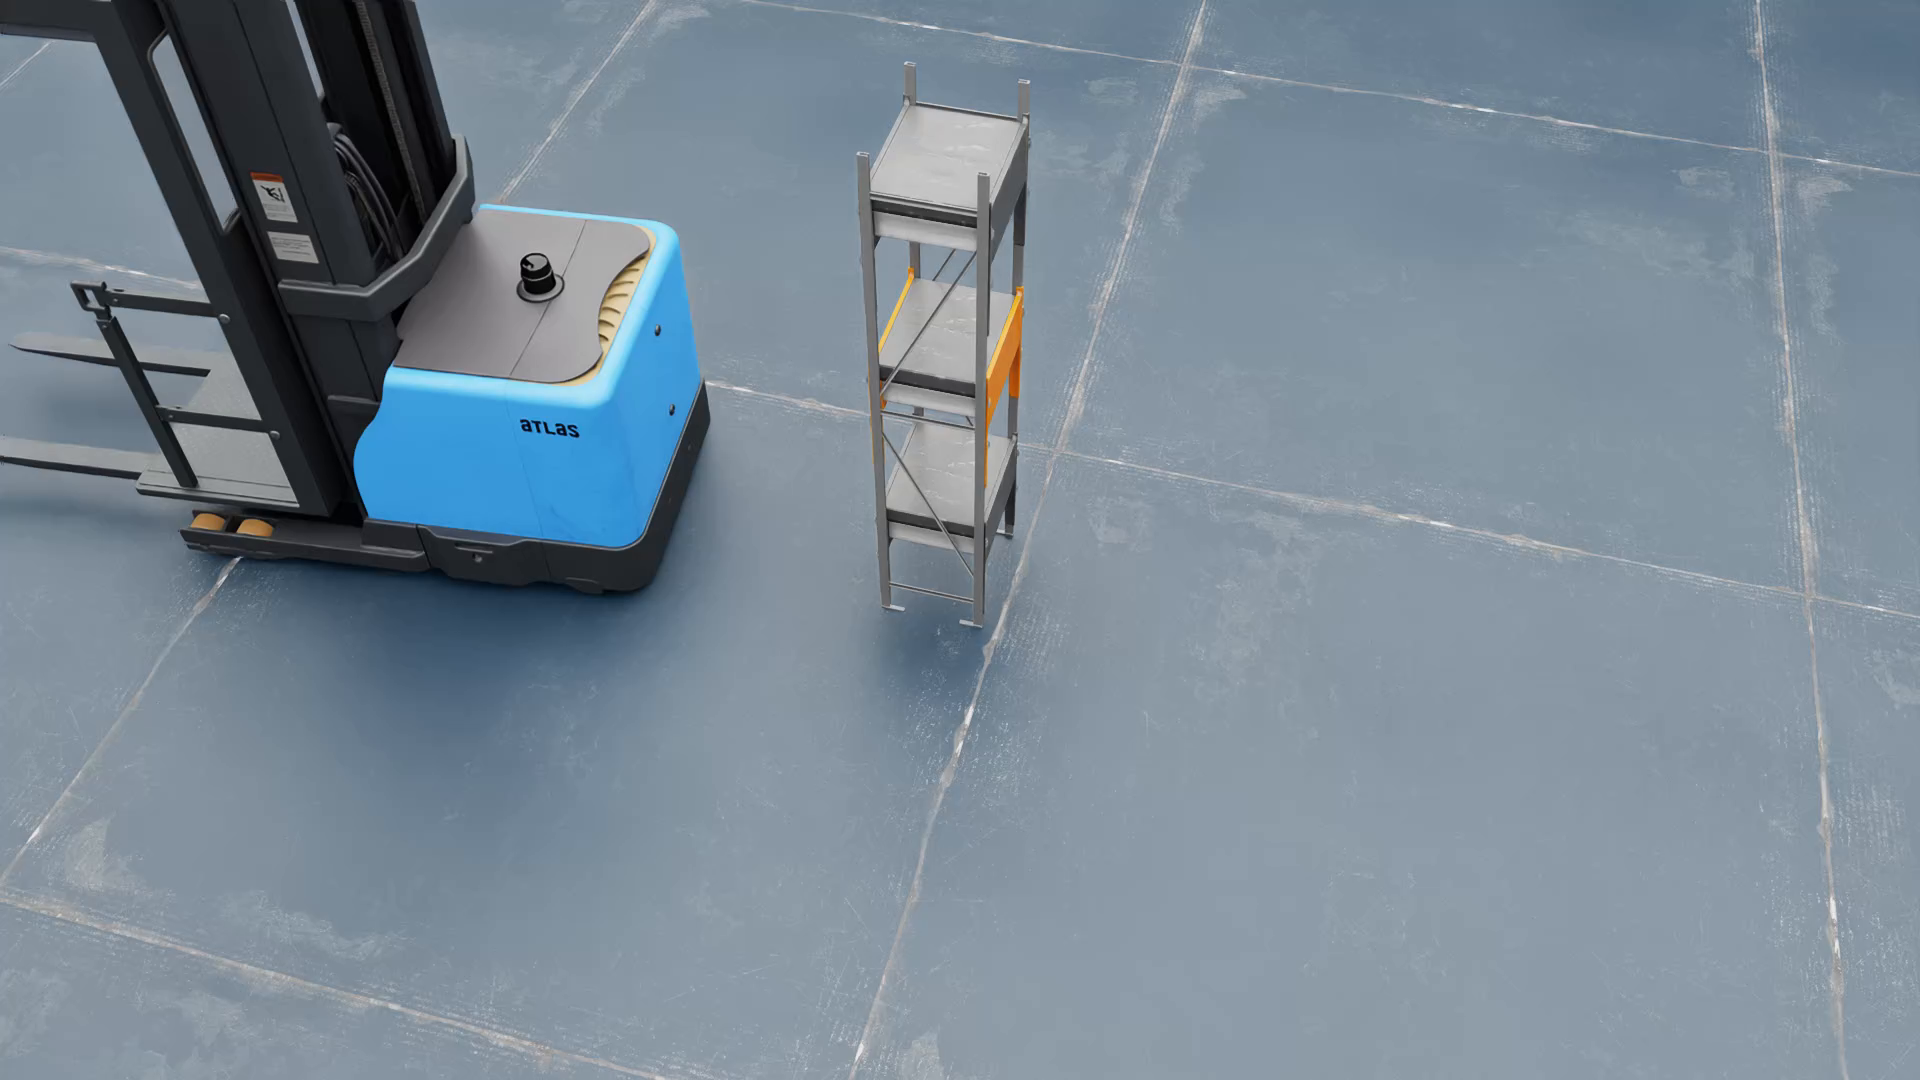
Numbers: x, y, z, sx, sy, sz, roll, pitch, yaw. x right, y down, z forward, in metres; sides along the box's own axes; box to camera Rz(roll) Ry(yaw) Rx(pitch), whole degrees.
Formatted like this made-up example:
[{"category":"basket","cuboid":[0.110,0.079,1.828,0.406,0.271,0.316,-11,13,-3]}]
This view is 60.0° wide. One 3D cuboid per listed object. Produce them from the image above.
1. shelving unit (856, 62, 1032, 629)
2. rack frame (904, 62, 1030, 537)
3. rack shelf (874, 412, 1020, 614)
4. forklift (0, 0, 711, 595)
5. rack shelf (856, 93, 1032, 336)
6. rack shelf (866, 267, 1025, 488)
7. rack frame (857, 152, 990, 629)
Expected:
[{"category":"shelving unit","cuboid":[-0.044,-0.575,5.776,0.431,2.100,0.503,12,50,10]},{"category":"rack frame","cuboid":[0.021,-0.752,5.932,0.400,2.100,0.015,12,50,10]},{"category":"rack shelf","cuboid":[-0.044,-0.103,6.311,0.431,0.518,0.480,12,50,10]},{"category":"forklift","cuboid":[-2.615,-1.279,5.843,3.031,2.935,1.130,7,49,6]},{"category":"rack shelf","cuboid":[-0.044,-1.029,5.261,0.431,0.518,0.480,12,50,10]},{"category":"rack shelf","cuboid":[-0.044,-0.566,5.786,0.431,0.518,0.480,12,50,10]},{"category":"rack frame","cuboid":[-0.108,-0.399,5.620,0.400,2.100,0.015,12,50,10]}]
